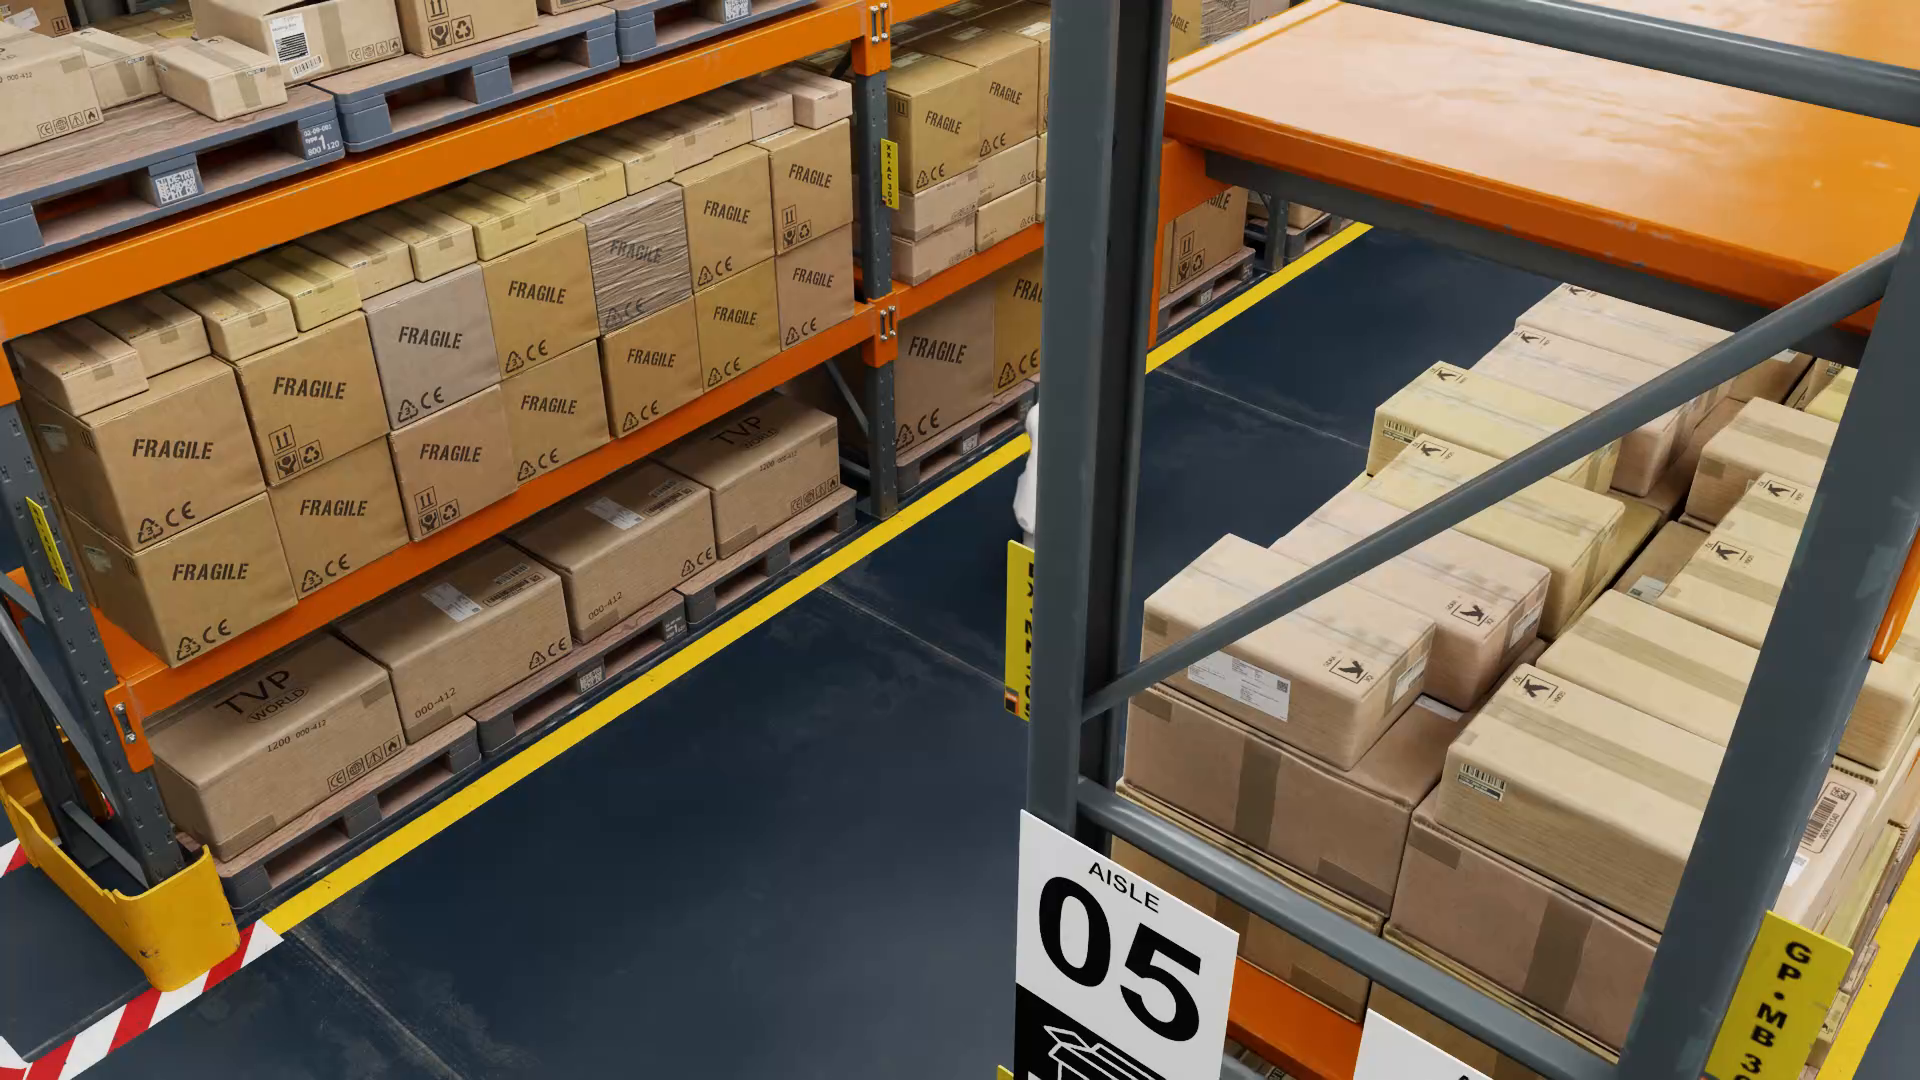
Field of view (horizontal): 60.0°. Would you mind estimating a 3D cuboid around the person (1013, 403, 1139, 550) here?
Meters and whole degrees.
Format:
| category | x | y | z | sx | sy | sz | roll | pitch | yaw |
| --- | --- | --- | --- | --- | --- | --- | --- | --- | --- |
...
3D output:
| category | x | y | z | sx | sy | sz | roll | pitch | yaw |
| --- | --- | --- | --- | --- | --- | --- | --- | --- | --- |
| person | 0.593 | -0.353 | 8.463 | 0.596 | 0.990 | 0.907 | 15 | 37 | 21 |
